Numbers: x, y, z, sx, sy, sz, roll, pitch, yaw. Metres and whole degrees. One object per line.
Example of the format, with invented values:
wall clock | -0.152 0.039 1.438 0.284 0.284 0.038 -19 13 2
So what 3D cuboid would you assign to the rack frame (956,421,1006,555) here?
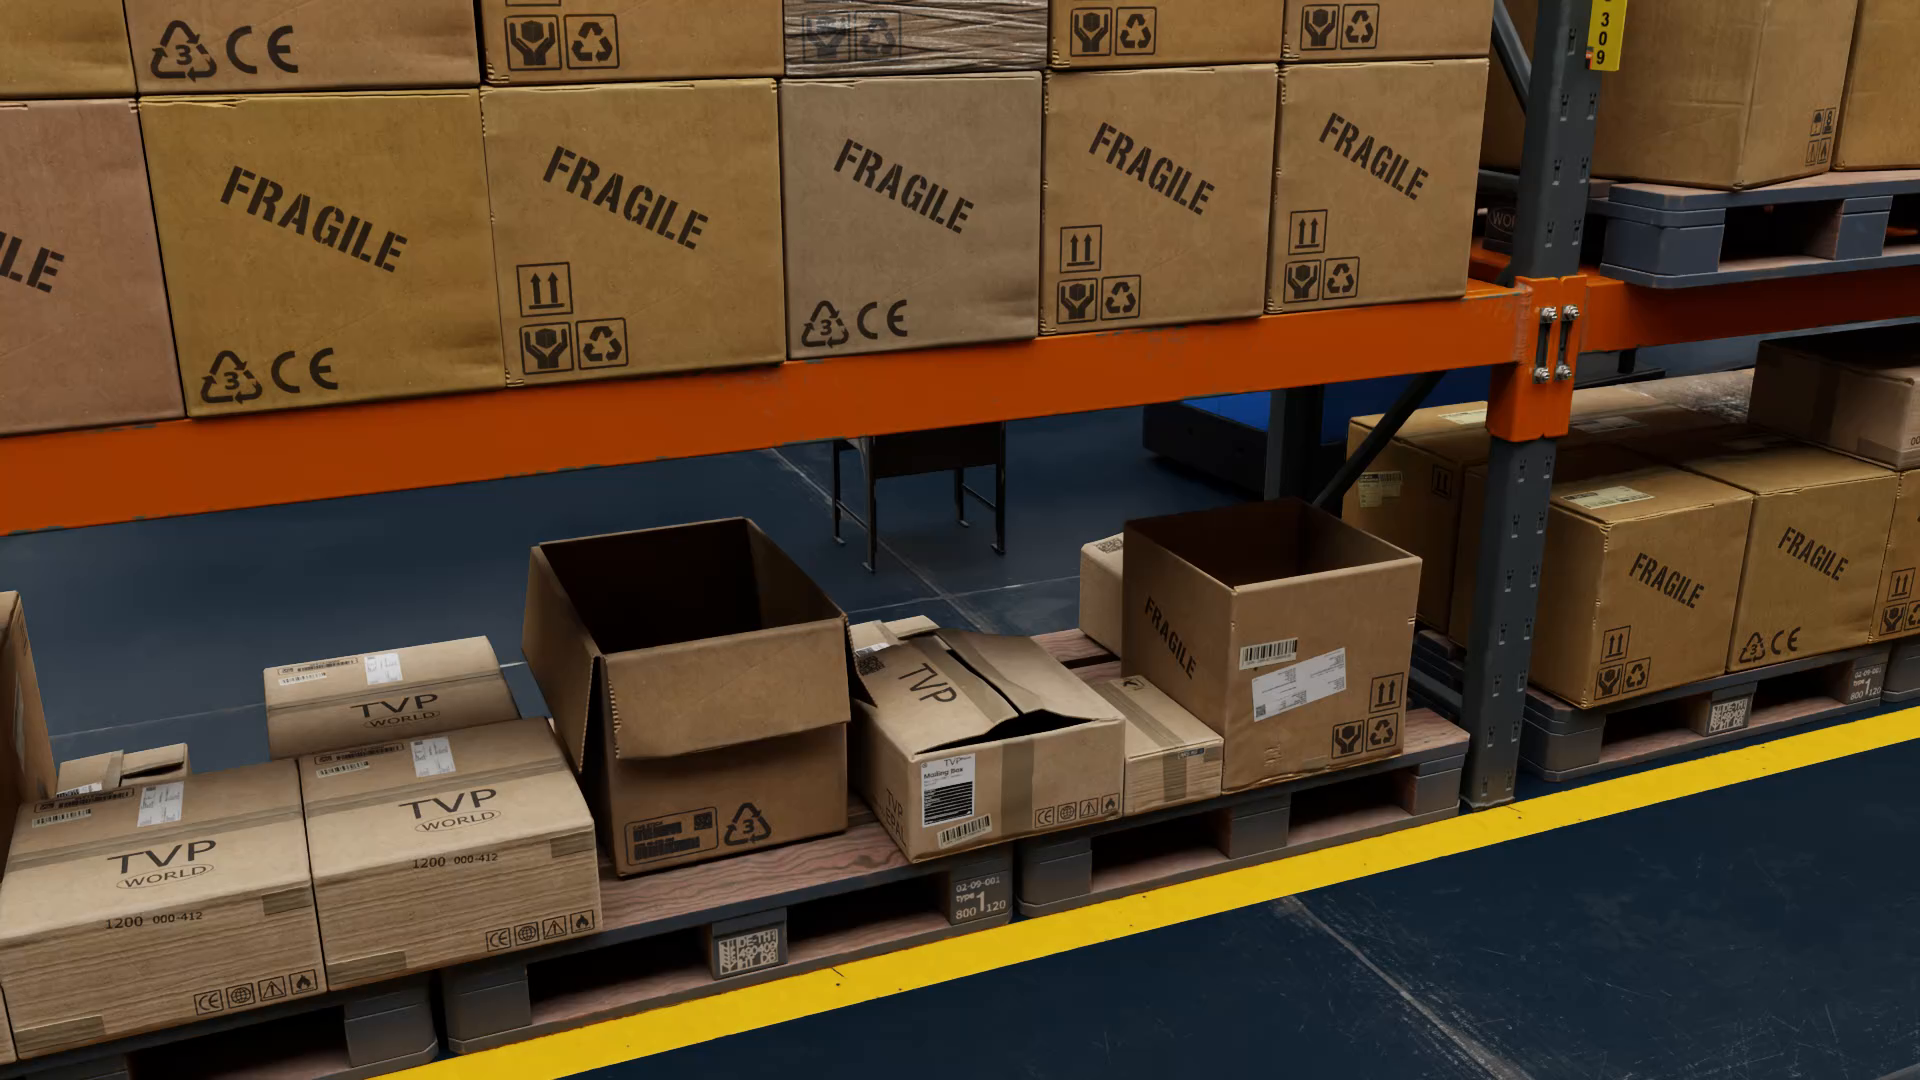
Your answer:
rack frame | 0.072 -1.001 5.703 0.015 2.100 0.400 -8 21 -22

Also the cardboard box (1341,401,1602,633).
cardboard box | 1.468 -0.082 4.840 0.500 0.500 0.500 -8 21 -22

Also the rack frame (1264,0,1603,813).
rack frame | 1.128 -0.901 4.065 0.127 3.000 1.000 -8 21 -22

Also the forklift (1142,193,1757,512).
forklift | 2.283 -1.833 6.814 3.031 2.935 1.130 -12 22 -30

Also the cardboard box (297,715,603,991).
cardboard box | -1.015 0.598 3.286 0.500 0.250 0.500 -8 21 -22

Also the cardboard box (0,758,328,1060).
cardboard box | -1.474 0.663 3.099 0.500 0.250 0.500 -8 21 -22

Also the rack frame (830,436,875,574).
rack frame | -0.376 -0.937 5.520 0.015 2.100 0.400 -8 21 -22

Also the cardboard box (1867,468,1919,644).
cardboard box | 2.616 -0.056 4.766 0.500 0.500 0.500 -8 21 -21

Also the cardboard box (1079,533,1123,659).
cardboard box | 0.657 0.149 4.469 0.500 0.311 0.500 -8 21 -22

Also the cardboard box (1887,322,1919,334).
cardboard box | 3.048 -0.471 4.814 0.500 0.250 0.500 -9 21 -23

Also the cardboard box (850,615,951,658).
cardboard box | -0.133 0.334 4.162 0.250 0.166 0.380 -8 21 -22

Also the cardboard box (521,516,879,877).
cardboard box | -0.595 0.317 3.701 0.637 0.503 0.797 -8 21 -22

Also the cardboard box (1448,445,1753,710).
cardboard box | 1.669 0.081 4.377 0.500 0.500 0.500 -9 21 -24

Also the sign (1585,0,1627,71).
sign | 1.350 -1.145 3.455 0.005 0.325 0.100 -8 21 -22

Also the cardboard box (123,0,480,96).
cardboard box | -1.094 -1.007 2.710 0.500 0.500 0.500 -8 21 -21

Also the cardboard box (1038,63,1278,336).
cardboard box | 0.298 -0.736 3.446 0.500 0.500 0.500 -8 21 -20

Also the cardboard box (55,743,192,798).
cardboard box | -1.735 0.581 3.458 0.250 0.166 0.380 -8 21 -22

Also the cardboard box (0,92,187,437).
cardboard box | -1.561 -0.470 2.689 0.500 0.500 0.500 -8 21 -22

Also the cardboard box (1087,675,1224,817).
cardboard box | 0.397 0.465 3.815 0.250 0.149 0.380 -8 21 -22

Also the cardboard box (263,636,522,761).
cardboard box | -1.259 0.452 3.700 0.500 0.250 0.500 -8 21 -22

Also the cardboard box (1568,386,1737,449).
cardboard box | 1.925 -0.145 5.018 0.500 0.500 0.500 -8 21 -22

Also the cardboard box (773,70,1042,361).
cardboard box | -0.173 -0.668 3.252 0.500 0.500 0.500 -8 21 -21

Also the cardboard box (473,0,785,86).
cardboard box | -0.628 -1.074 2.901 0.500 0.500 0.500 -8 21 -22

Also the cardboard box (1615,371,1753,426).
cardboard box | 2.386 -0.210 5.205 0.500 0.500 0.500 -8 21 -21

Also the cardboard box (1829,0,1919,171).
cardboard box | 2.258 -1.251 4.274 0.500 0.500 0.700 -5 20 -13

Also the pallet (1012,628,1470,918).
pallet | 0.497 0.504 4.273 1.213 0.211 1.003 -8 21 -22

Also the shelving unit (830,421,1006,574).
shelving unit | -0.152 -0.969 5.611 0.503 2.100 0.431 -8 21 -22

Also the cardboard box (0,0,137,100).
cardboard box | -1.556 -0.943 2.528 0.500 0.500 0.500 -8 21 -21

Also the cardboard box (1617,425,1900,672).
cardboard box | 2.154 0.007 4.586 0.500 0.500 0.500 -8 21 -21

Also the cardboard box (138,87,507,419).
cardboard box | -1.099 -0.535 2.874 0.500 0.500 0.500 -8 21 -22

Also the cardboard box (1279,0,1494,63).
cardboard box | 0.767 -1.275 3.470 0.500 0.500 0.500 -8 21 -22

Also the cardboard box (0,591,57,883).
cardboard box | -2.143 0.450 3.330 0.500 0.500 0.500 -8 21 -22

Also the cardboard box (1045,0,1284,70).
cardboard box | 0.297 -1.206 3.276 0.500 0.500 0.500 -9 21 -23

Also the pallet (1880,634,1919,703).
pallet | 2.982 0.134 5.325 1.213 0.211 1.003 -8 21 -22

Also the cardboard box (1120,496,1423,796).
cardboard box | 0.718 0.232 3.949 0.500 0.500 0.500 -8 21 -22

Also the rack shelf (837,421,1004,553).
rack shelf | -0.152 -0.295 5.848 0.480 0.518 0.431 -8 21 -22

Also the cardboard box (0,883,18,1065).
cardboard box | -1.794 0.771 2.921 0.250 0.166 0.380 -8 21 -22

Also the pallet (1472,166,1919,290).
pallet | 1.905 -0.883 4.301 1.213 0.211 1.003 -8 21 -22

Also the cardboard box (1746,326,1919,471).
cardboard box | 2.587 -0.404 4.626 0.500 0.250 0.500 -8 21 -22

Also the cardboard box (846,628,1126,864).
cardboard box | 0.029 0.419 3.700 0.500 0.311 0.500 -8 21 -22

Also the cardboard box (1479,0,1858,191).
cardboard box | 1.652 -1.141 3.962 0.500 0.500 0.700 -17 26 -40

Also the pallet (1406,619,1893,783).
pallet | 1.860 0.295 4.865 1.213 0.211 1.003 -8 21 -22

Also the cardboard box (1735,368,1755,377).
cardboard box | 2.852 -0.278 5.396 0.500 0.500 0.500 -9 21 -24

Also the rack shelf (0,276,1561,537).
rack shelf | -0.708 -0.299 3.438 4.000 0.370 1.077 -8 21 -22

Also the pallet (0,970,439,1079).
pallet | -1.743 0.825 3.361 1.213 0.211 1.003 -8 21 -22

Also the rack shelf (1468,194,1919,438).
rack shelf | 2.965 -0.825 4.932 4.000 0.370 1.077 -8 21 -22

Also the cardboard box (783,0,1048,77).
cardboard box | -0.165 -1.140 3.088 0.500 0.500 0.500 -8 21 -21

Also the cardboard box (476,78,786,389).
cardboard box | -0.639 -0.600 3.059 0.500 0.500 0.500 -8 21 -21

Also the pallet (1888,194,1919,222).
pallet | 3.017 -1.080 4.861 1.213 0.211 1.003 -8 21 -22

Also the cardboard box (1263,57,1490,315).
cardboard box | 0.771 -0.805 3.640 0.500 0.500 0.500 -8 21 -21

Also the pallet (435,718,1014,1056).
pallet | -0.624 0.666 3.813 1.213 0.211 1.003 -8 21 -22
